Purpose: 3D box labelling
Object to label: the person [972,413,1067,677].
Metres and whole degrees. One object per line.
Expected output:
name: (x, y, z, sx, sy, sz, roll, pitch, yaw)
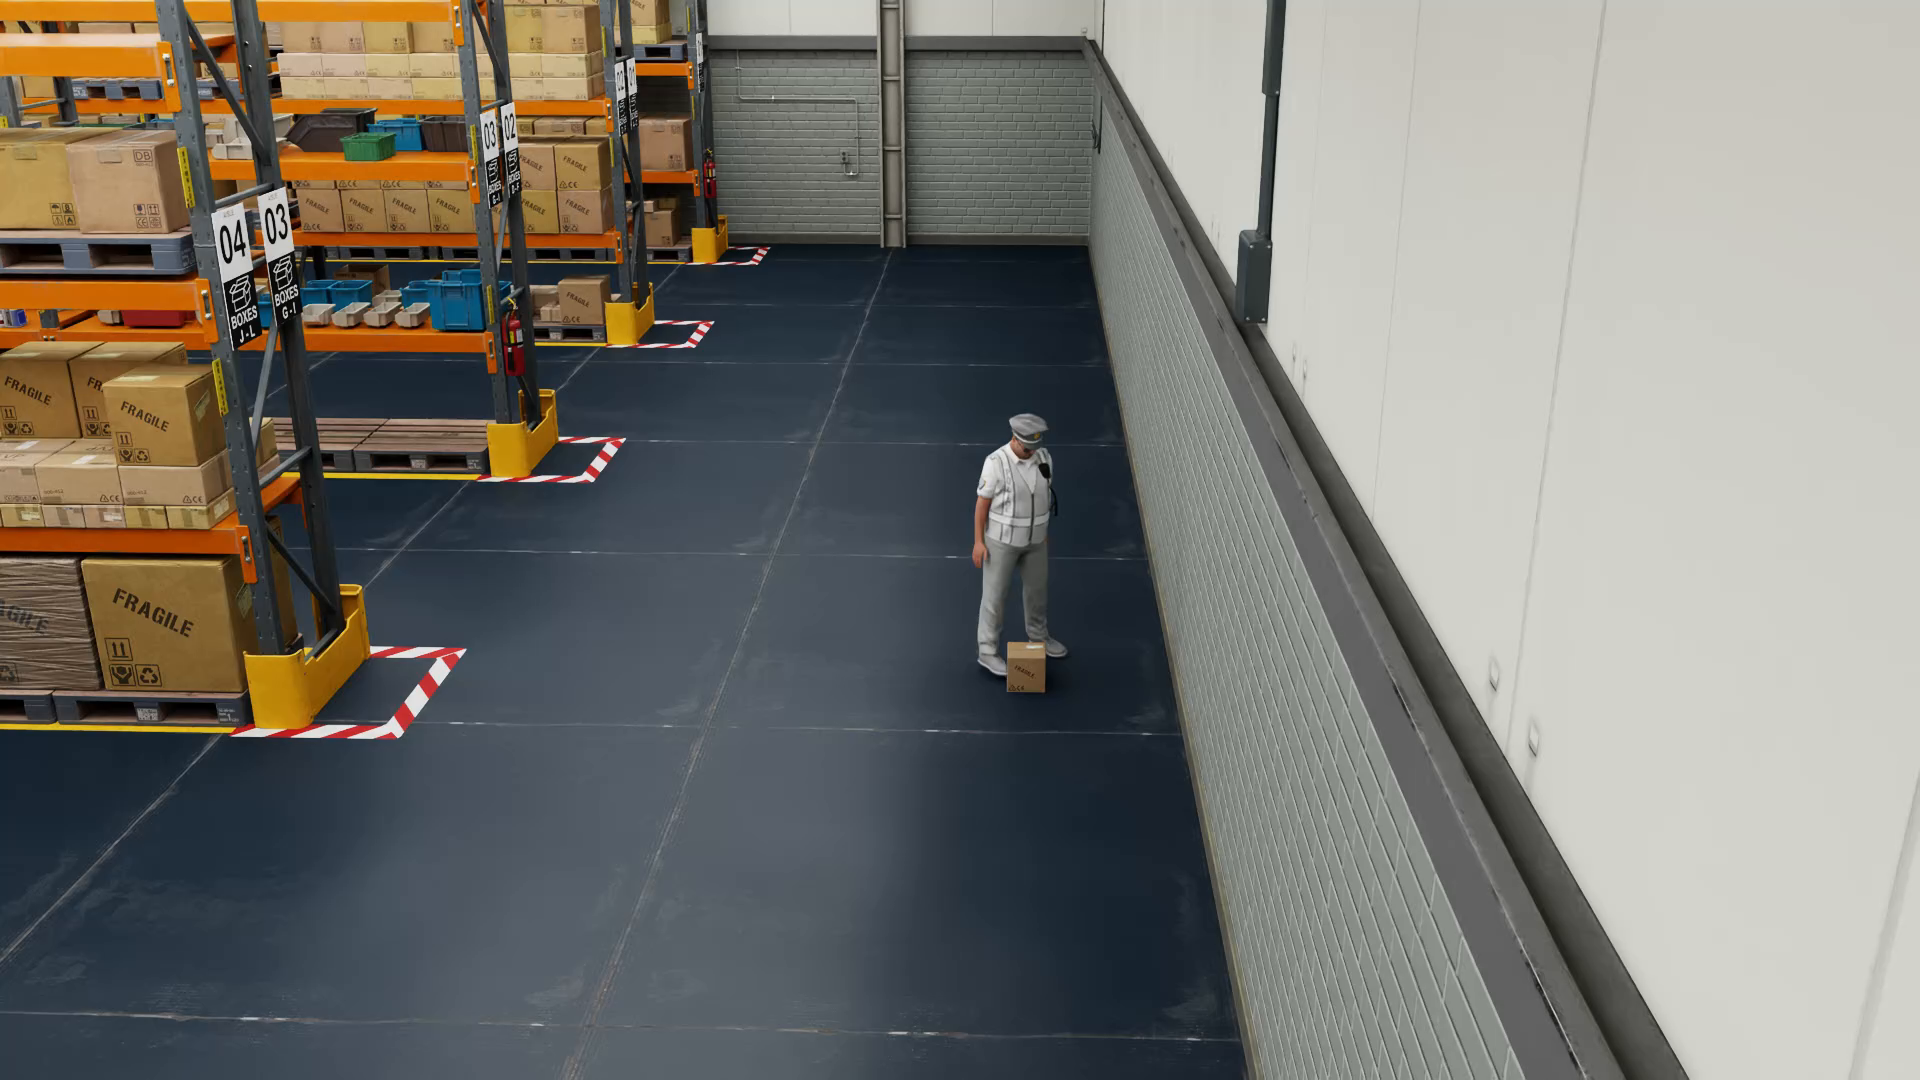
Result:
person: (0.410, 0.005, 11.041, 0.657, 1.740, 0.492, -11, 23, -27)
